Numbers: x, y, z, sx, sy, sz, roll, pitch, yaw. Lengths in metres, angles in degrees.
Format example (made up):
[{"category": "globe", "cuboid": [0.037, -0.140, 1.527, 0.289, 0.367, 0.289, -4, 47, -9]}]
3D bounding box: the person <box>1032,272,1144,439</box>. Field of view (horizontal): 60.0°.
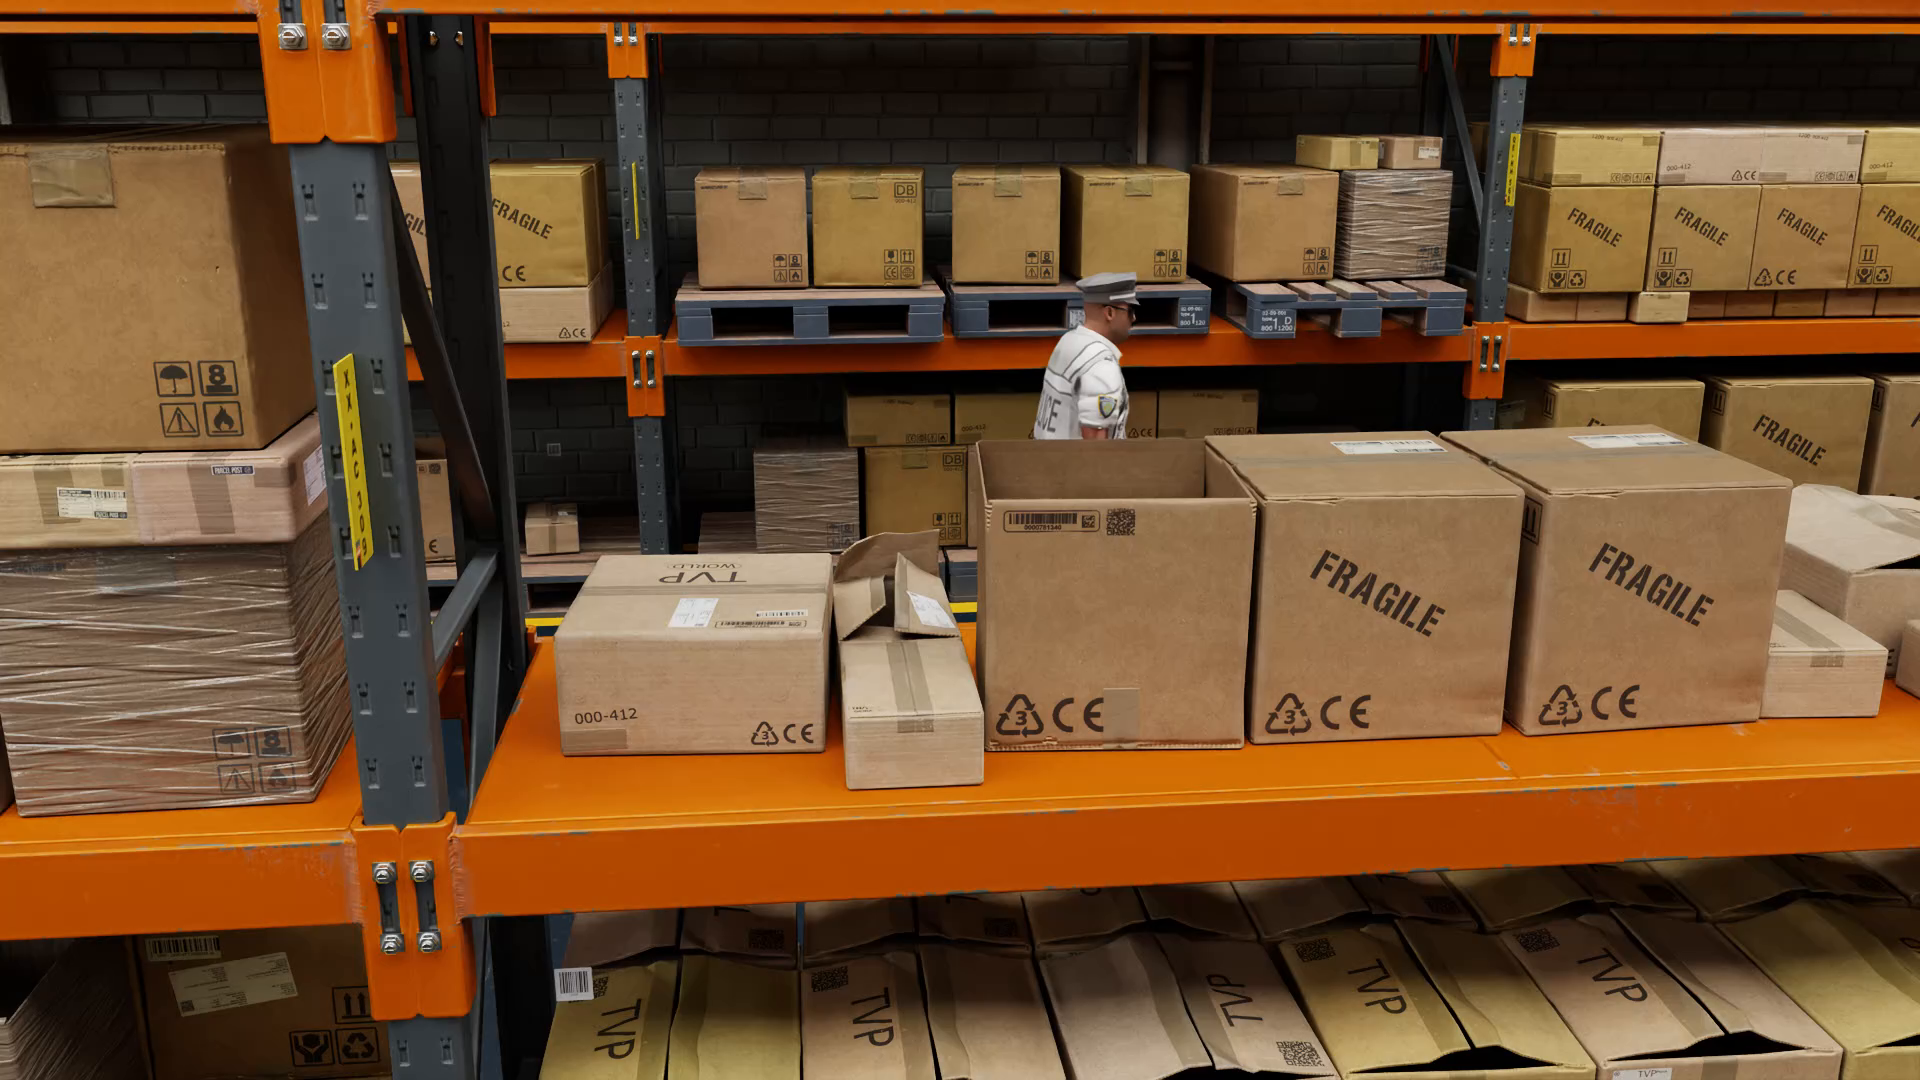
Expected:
[{"category": "person", "cuboid": [0.515, -0.190, 6.663, 0.443, 1.747, 0.597, -3, 17, -9]}]
